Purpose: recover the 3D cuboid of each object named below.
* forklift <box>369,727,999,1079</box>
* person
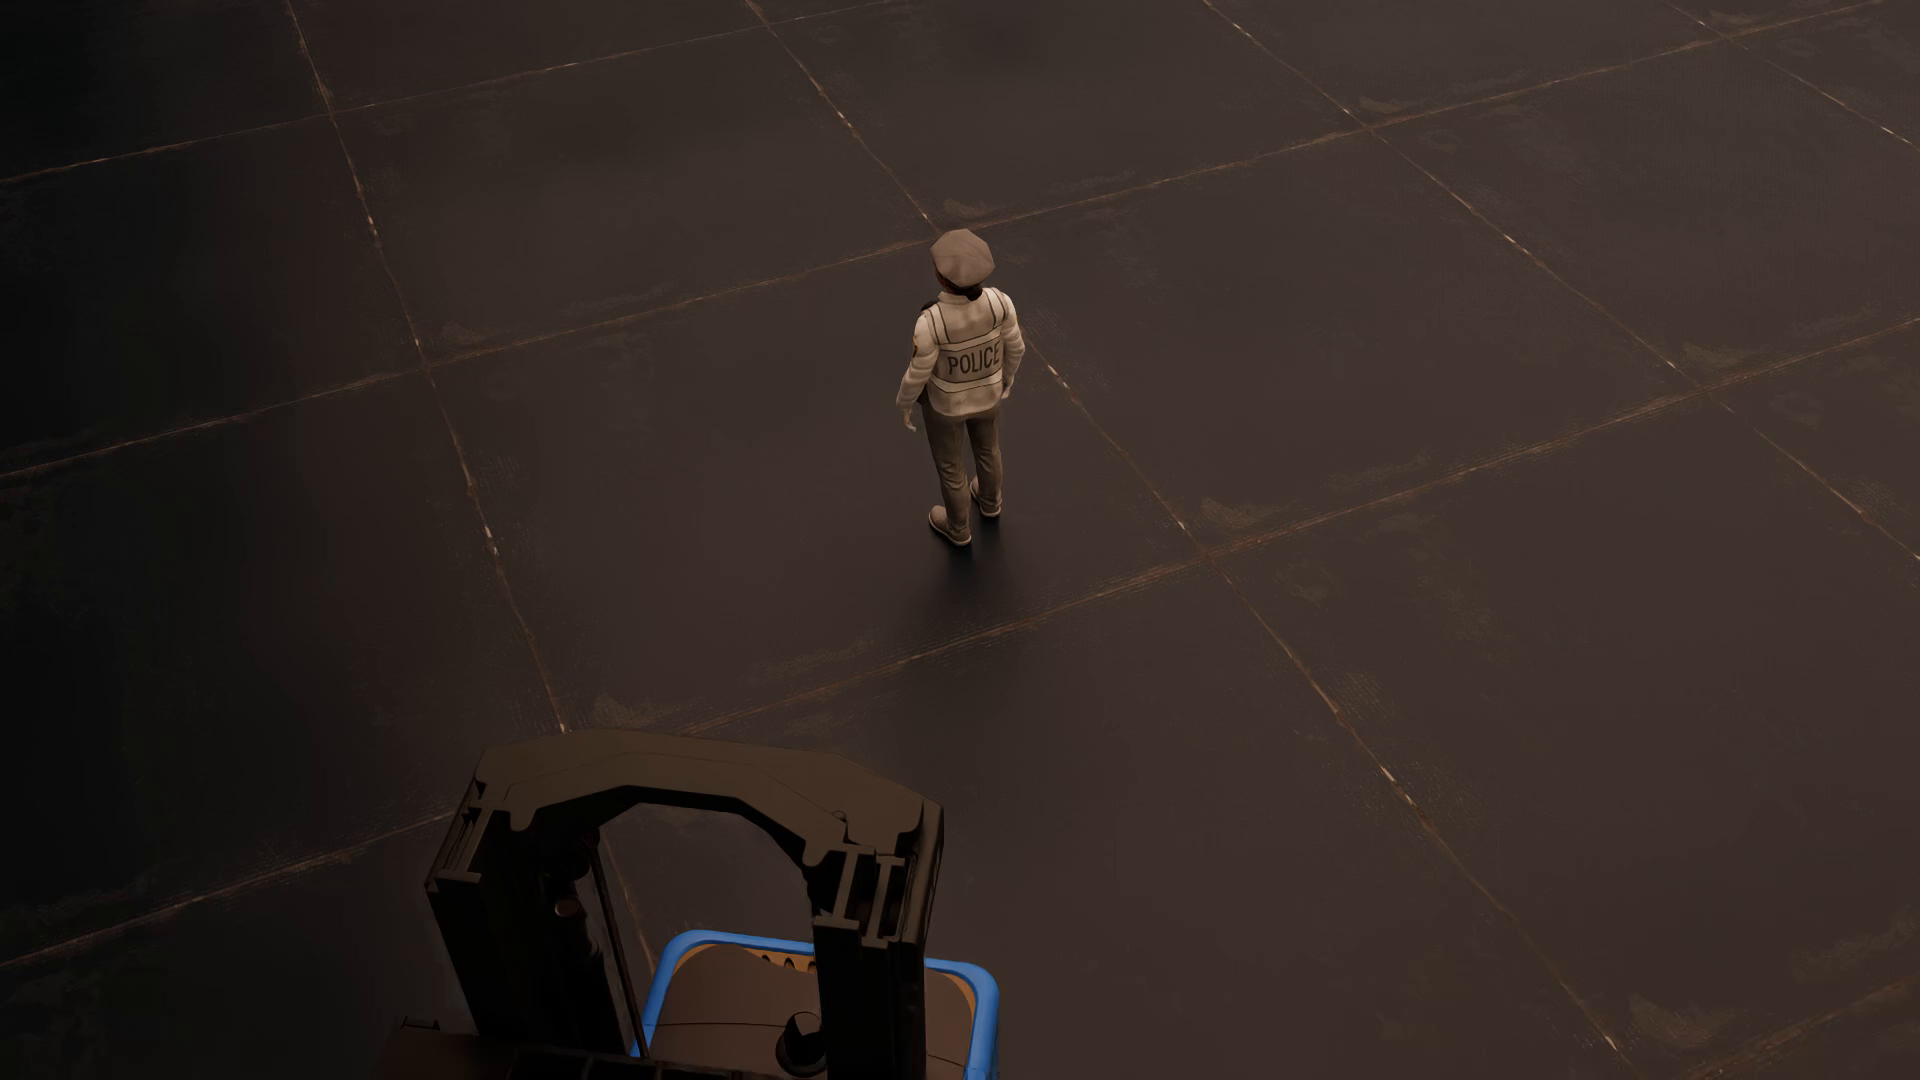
[{"bbox_3d":[-0.592,1.922,3.620,1.130,2.935,3.031,6,43,6],"label":"forklift"},{"bbox_3d":[-0.022,-0.668,7.292,0.587,1.696,0.534,-18,46,-18],"label":"person"}]
